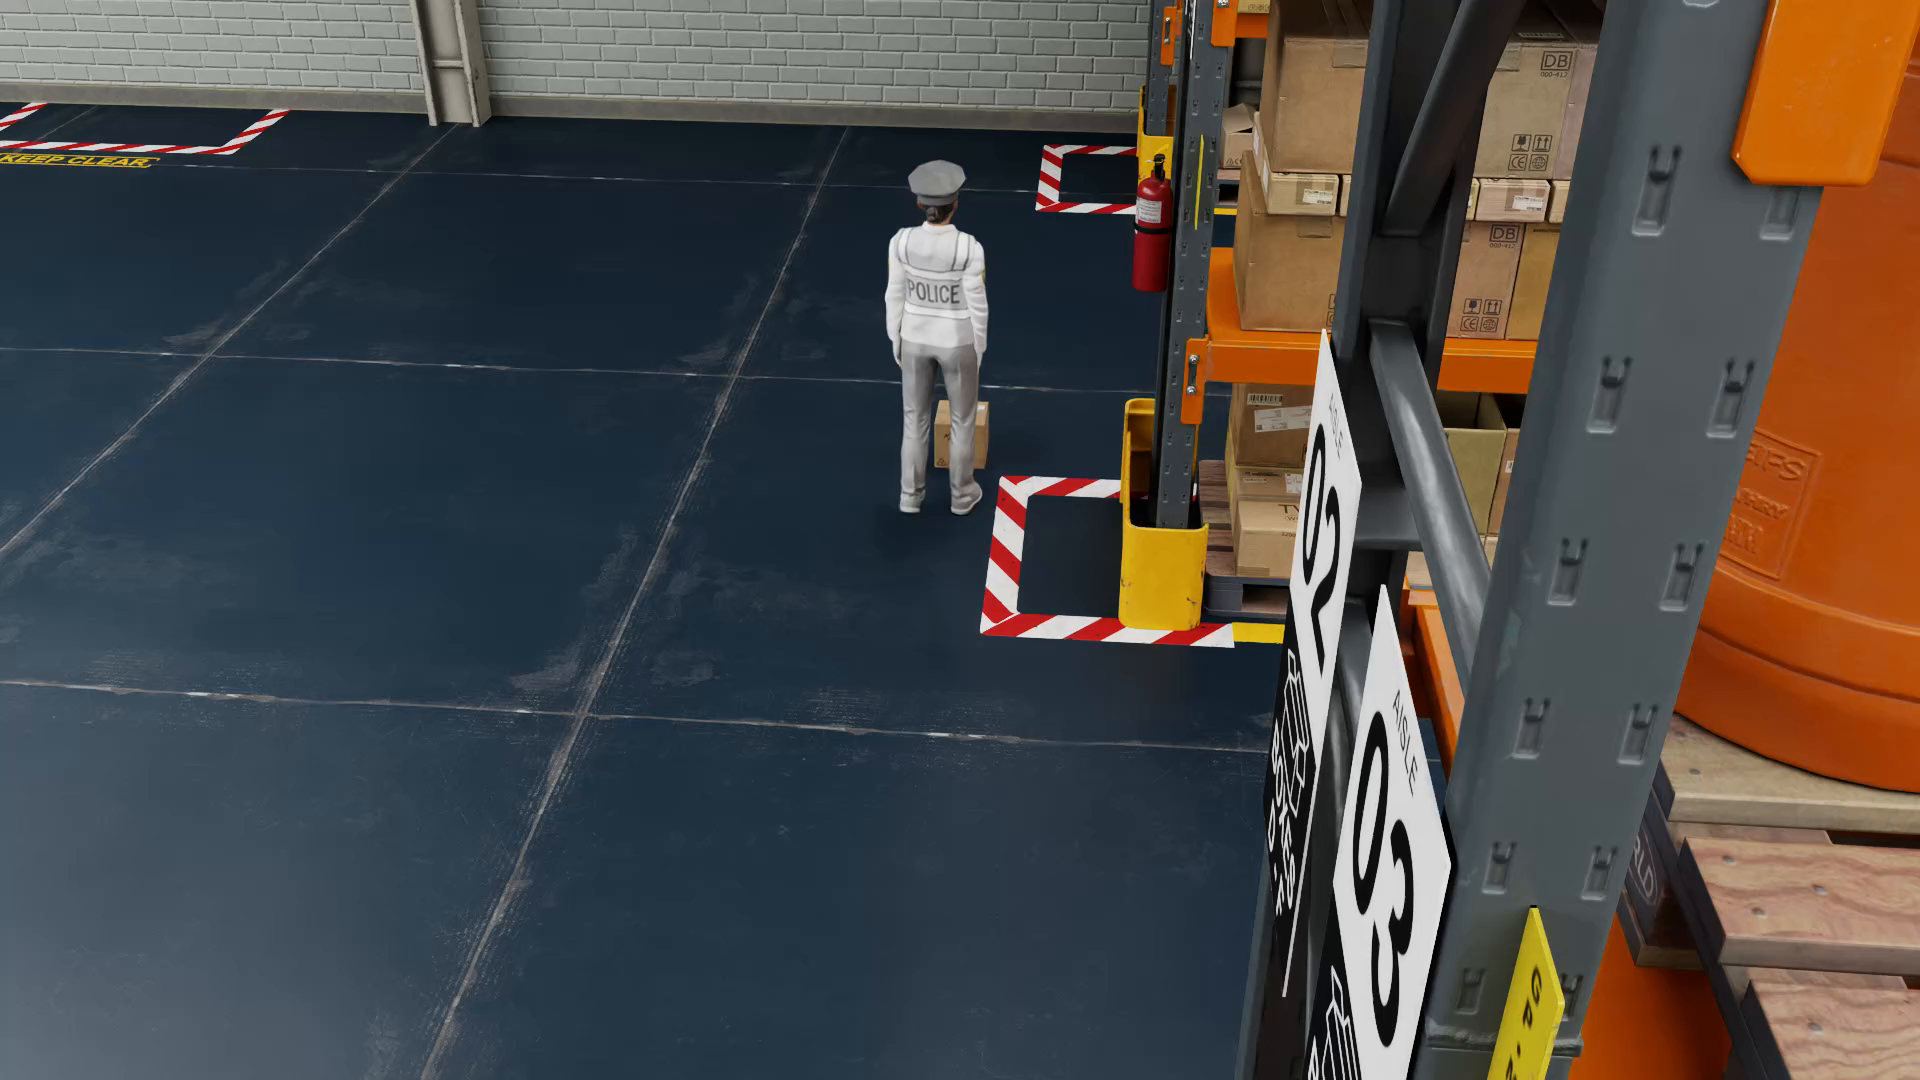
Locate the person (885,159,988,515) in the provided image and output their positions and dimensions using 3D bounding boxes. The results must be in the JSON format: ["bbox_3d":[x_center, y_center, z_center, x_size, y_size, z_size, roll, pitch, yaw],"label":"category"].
[{"bbox_3d":[-0.098,-0.861,7.542,0.475,1.733,0.367,7,33,11],"label":"person"}]
